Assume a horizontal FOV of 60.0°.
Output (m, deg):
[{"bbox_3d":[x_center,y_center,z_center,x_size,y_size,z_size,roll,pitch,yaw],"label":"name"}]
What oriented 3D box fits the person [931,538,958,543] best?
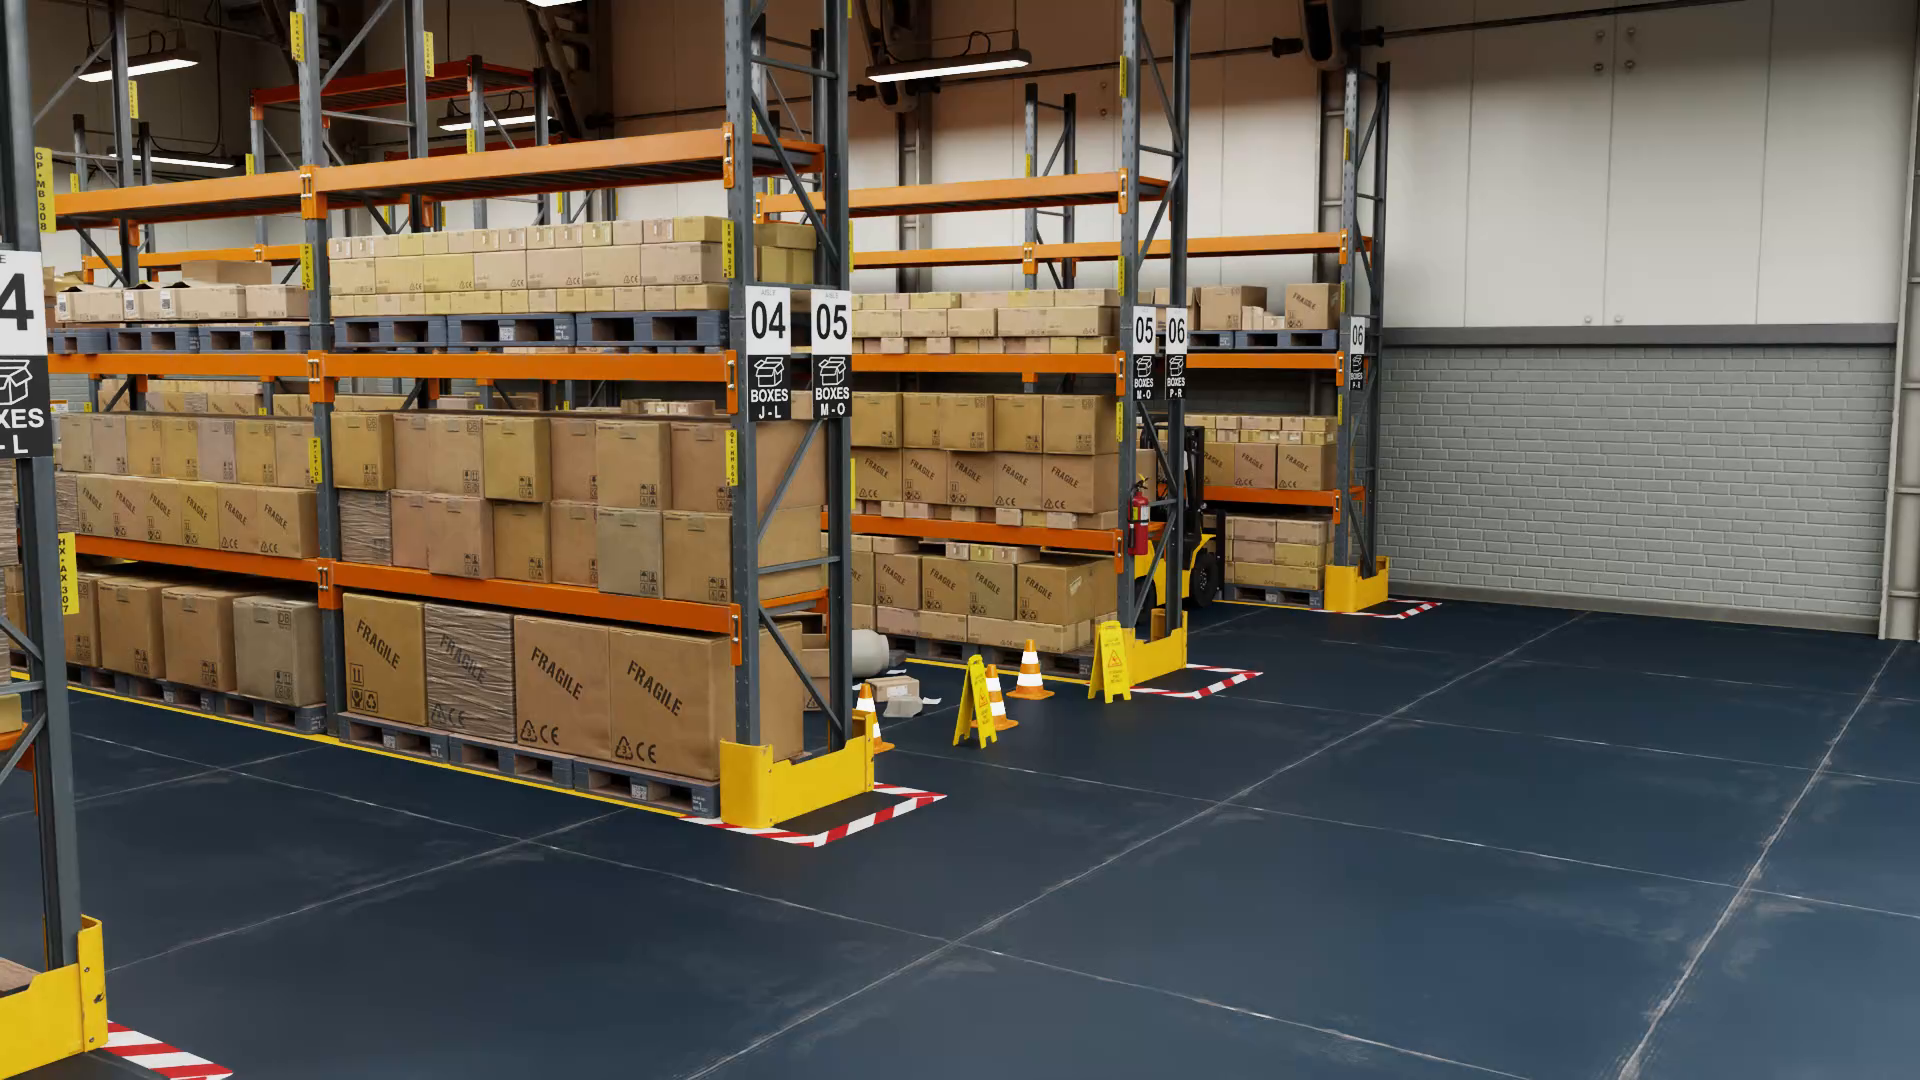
[{"bbox_3d":[-0.103,-0.164,19.245,0.629,1.673,0.615,2,7,15],"label":"person"}]
